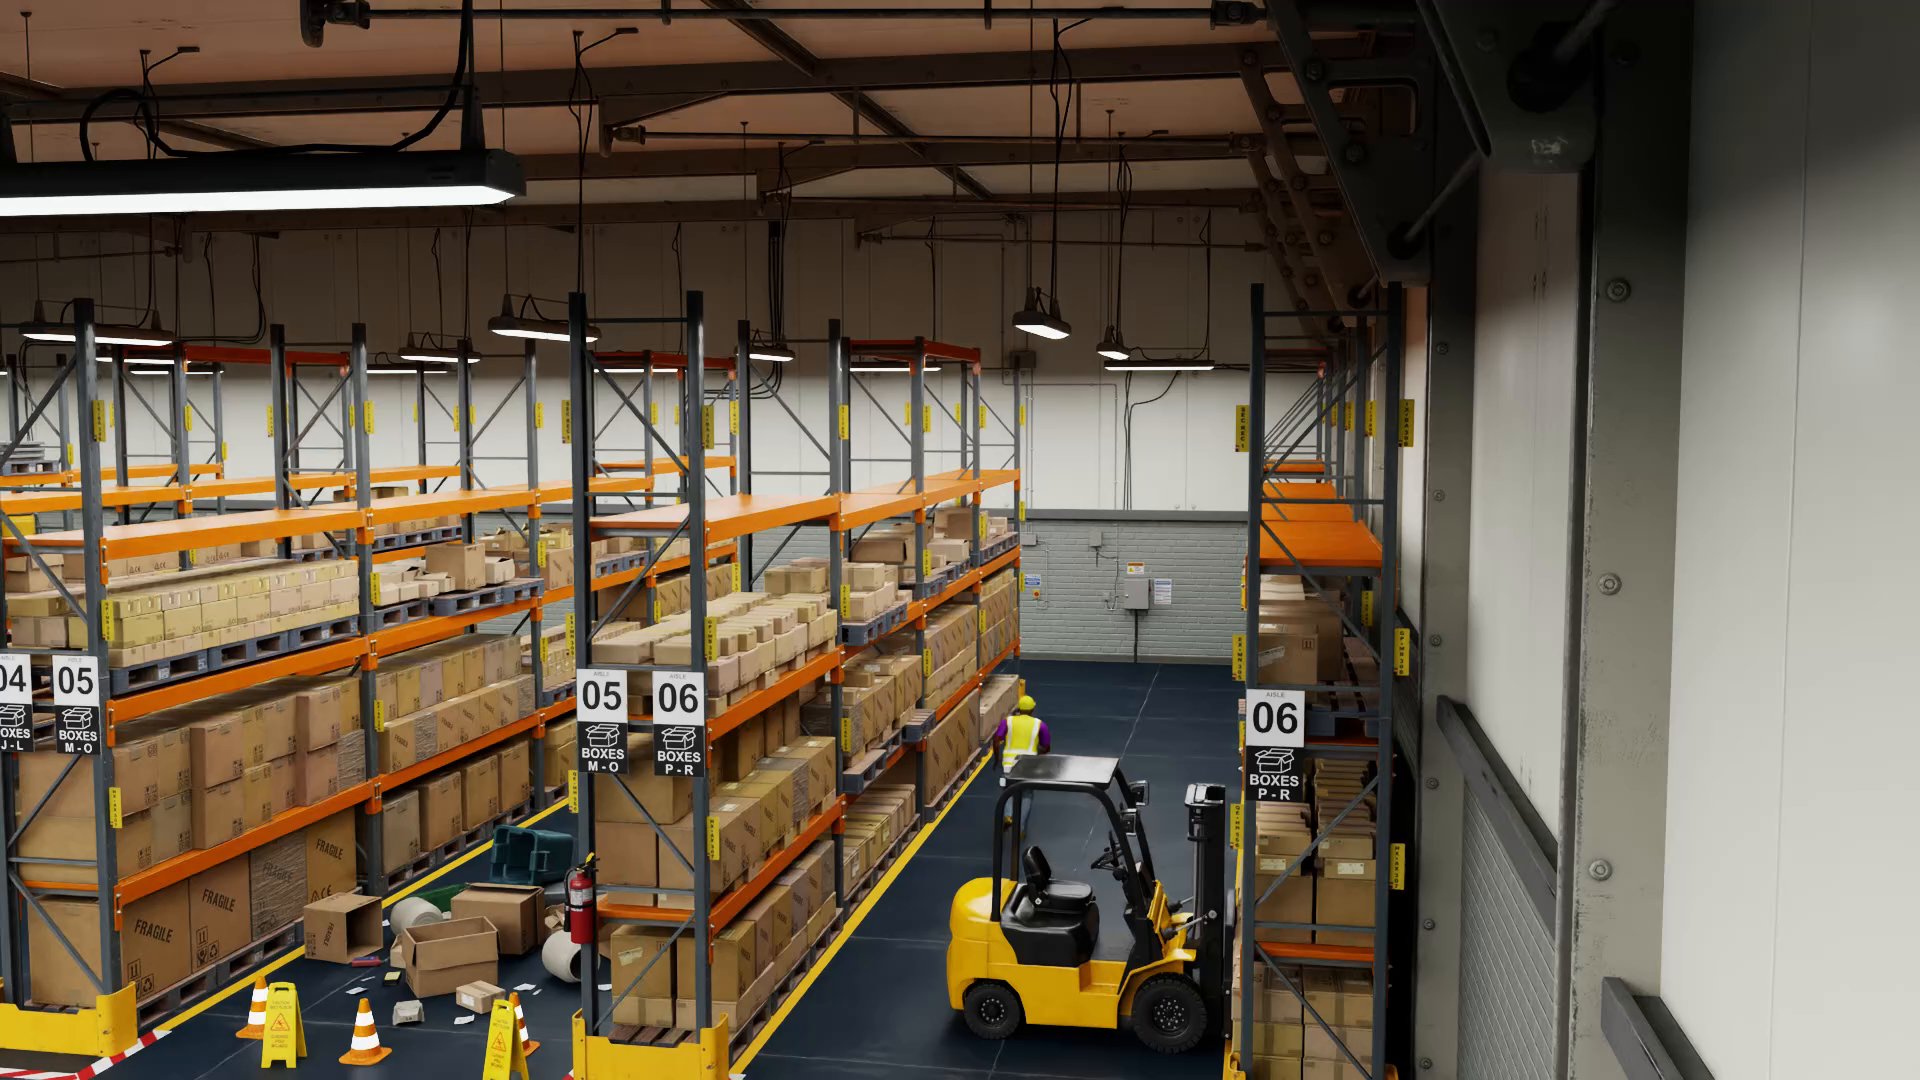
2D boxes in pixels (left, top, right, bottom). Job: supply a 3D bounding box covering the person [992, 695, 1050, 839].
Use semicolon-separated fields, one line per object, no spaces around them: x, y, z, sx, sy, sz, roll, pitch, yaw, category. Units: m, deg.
0.738;2.726;20.125;0.695;1.659;0.770;1;5;13;person
